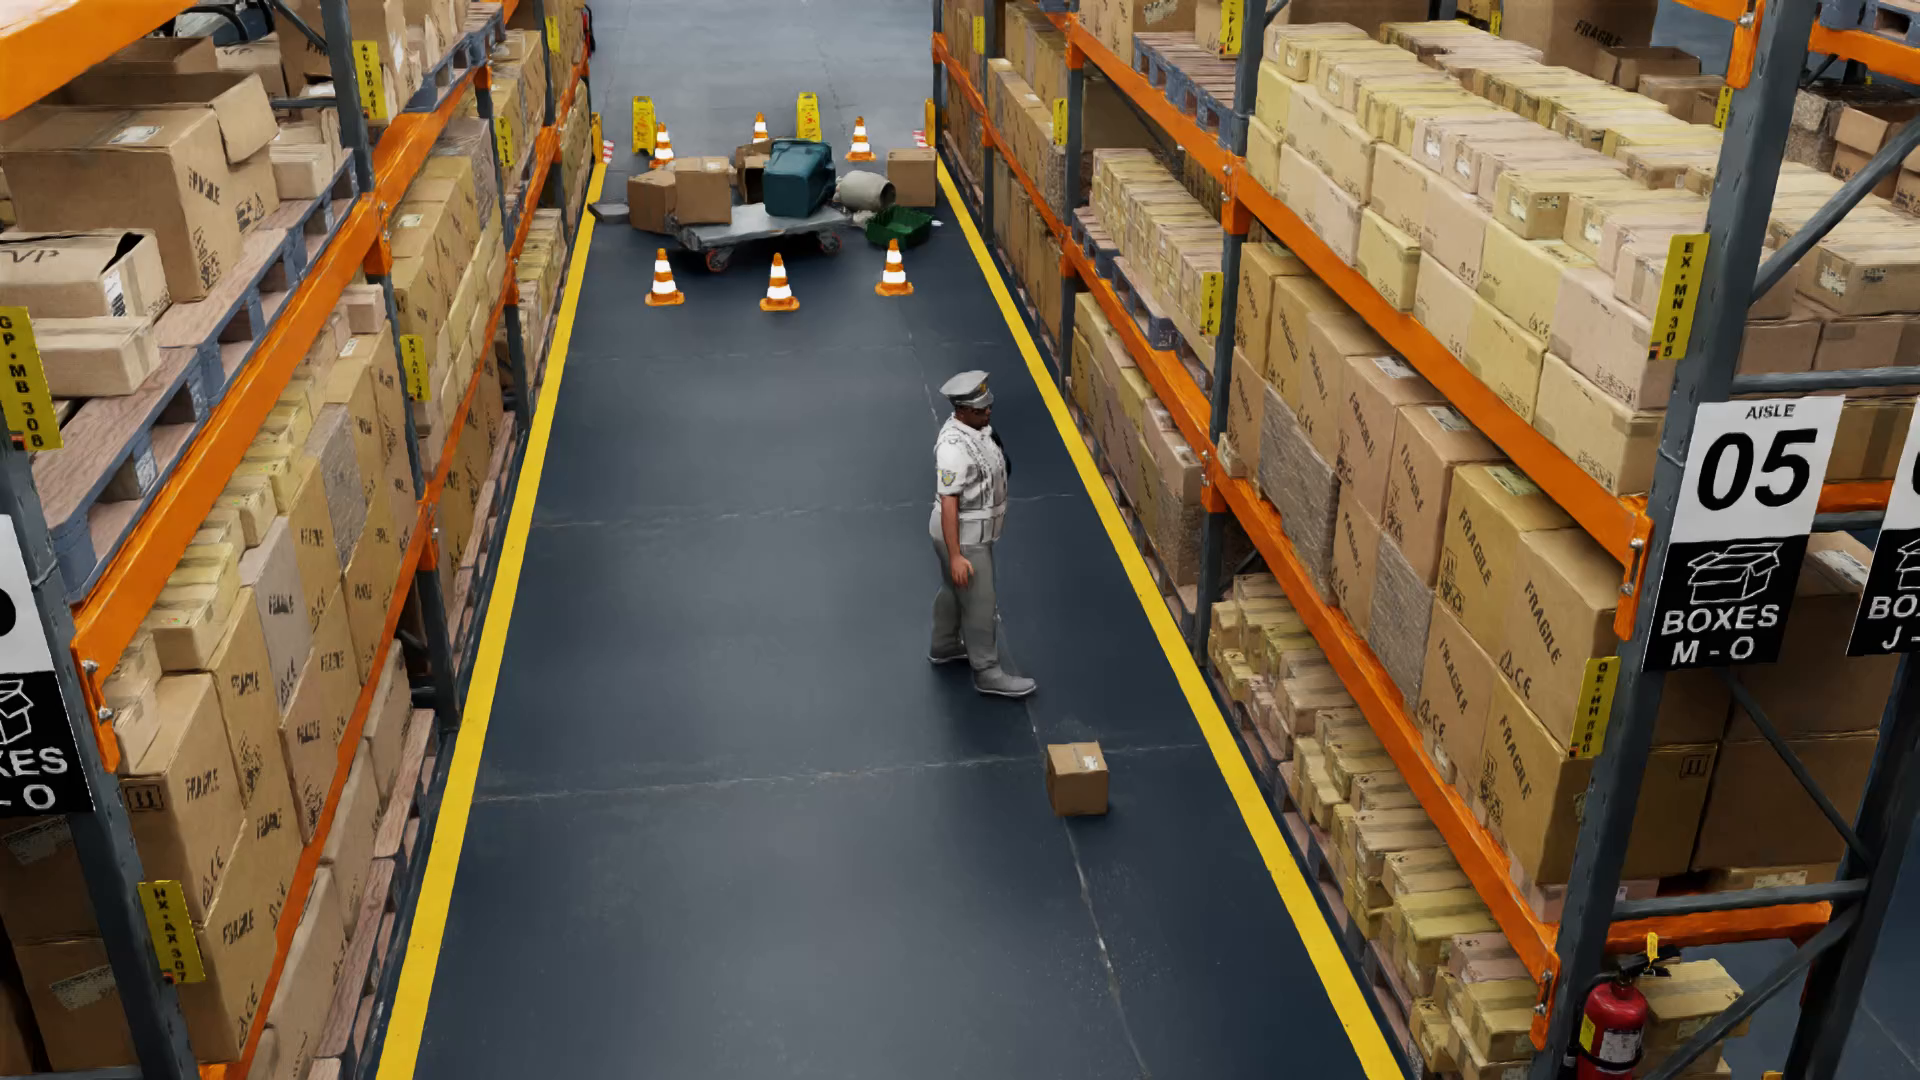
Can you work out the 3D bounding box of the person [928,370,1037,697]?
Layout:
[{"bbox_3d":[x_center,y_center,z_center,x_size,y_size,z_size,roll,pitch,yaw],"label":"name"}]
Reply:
[{"bbox_3d":[0.114,-0.027,8.611,0.630,1.754,0.742,4,27,8],"label":"person"}]
